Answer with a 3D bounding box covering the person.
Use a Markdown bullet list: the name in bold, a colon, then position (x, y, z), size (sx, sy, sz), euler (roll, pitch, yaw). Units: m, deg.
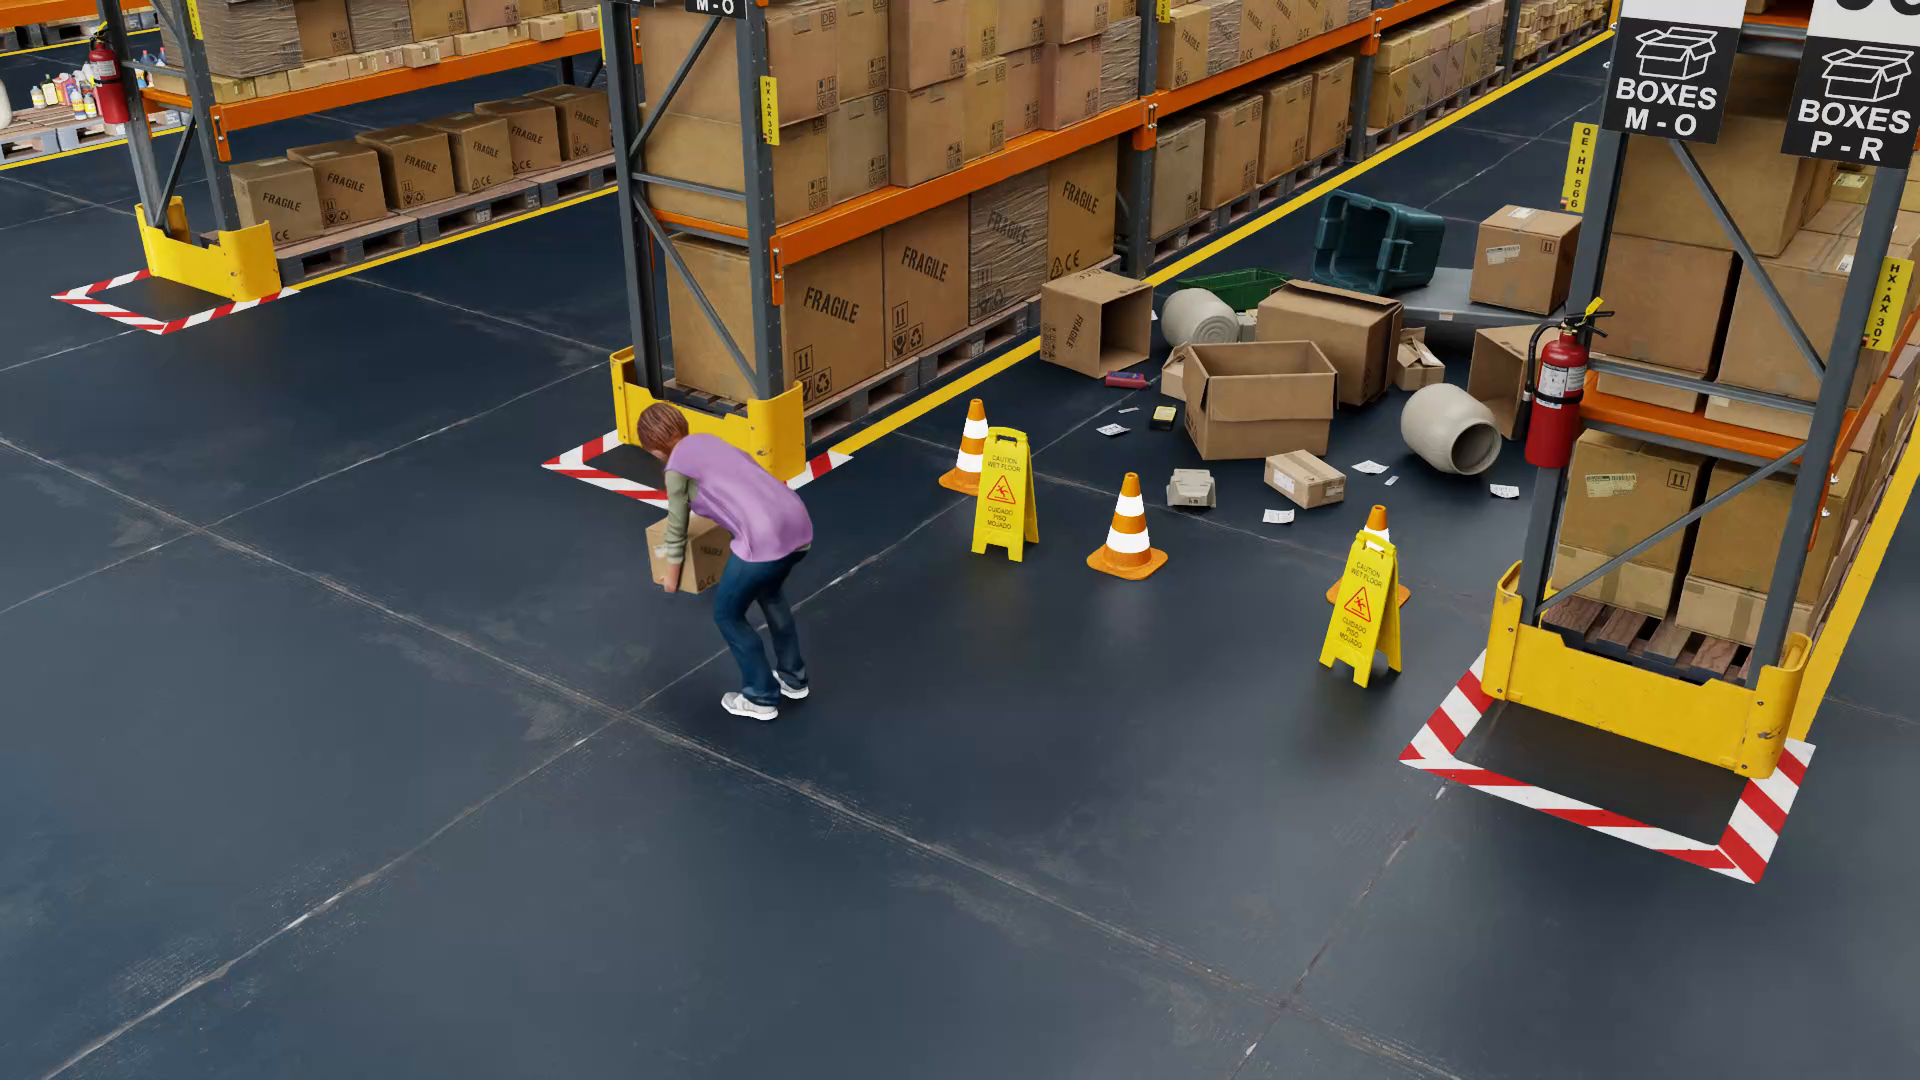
- **person**: position (-0.960, 0.089, 6.844), size (0.797, 1.246, 0.387), euler (16, 32, 29)
